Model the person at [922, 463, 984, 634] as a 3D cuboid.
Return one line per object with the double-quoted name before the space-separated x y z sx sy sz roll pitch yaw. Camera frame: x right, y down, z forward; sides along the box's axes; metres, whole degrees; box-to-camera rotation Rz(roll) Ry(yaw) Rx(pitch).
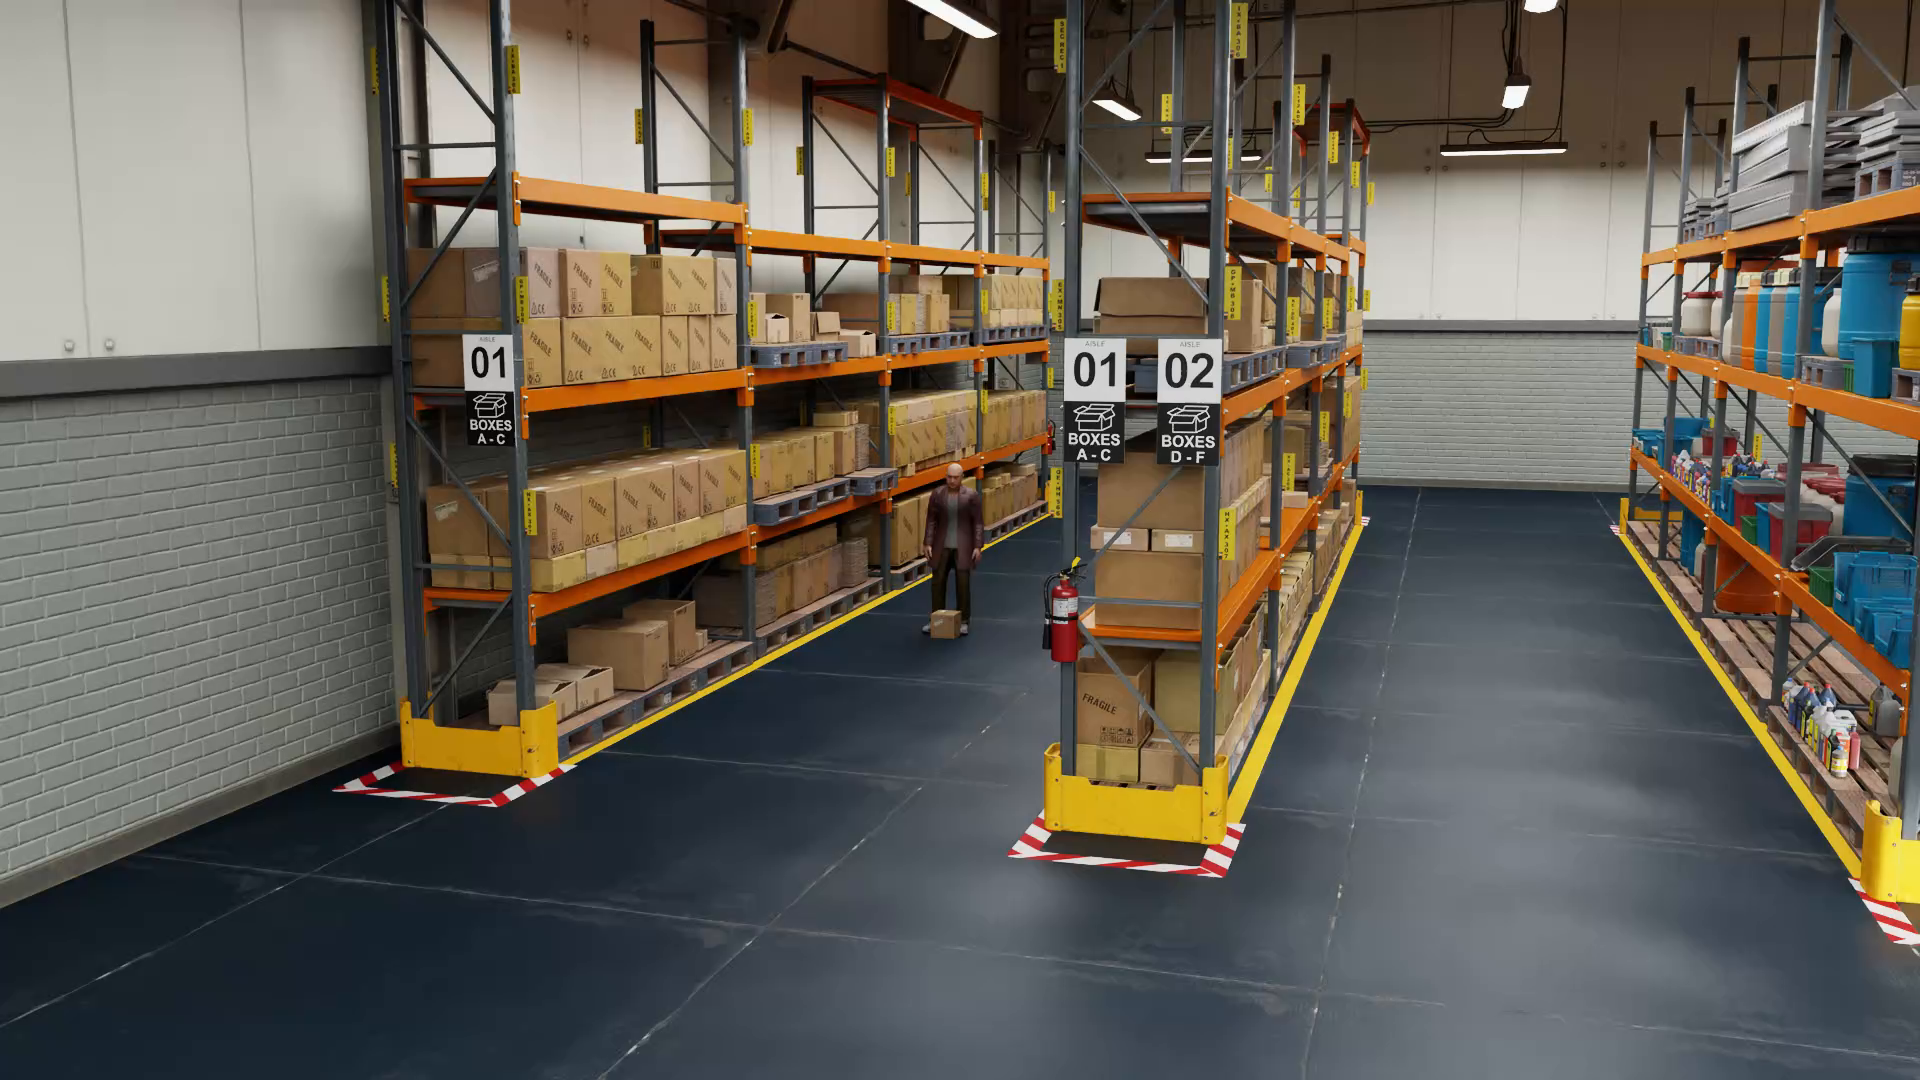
"person" -0.066 0.083 17.302 0.651 1.773 0.428 2 8 13
